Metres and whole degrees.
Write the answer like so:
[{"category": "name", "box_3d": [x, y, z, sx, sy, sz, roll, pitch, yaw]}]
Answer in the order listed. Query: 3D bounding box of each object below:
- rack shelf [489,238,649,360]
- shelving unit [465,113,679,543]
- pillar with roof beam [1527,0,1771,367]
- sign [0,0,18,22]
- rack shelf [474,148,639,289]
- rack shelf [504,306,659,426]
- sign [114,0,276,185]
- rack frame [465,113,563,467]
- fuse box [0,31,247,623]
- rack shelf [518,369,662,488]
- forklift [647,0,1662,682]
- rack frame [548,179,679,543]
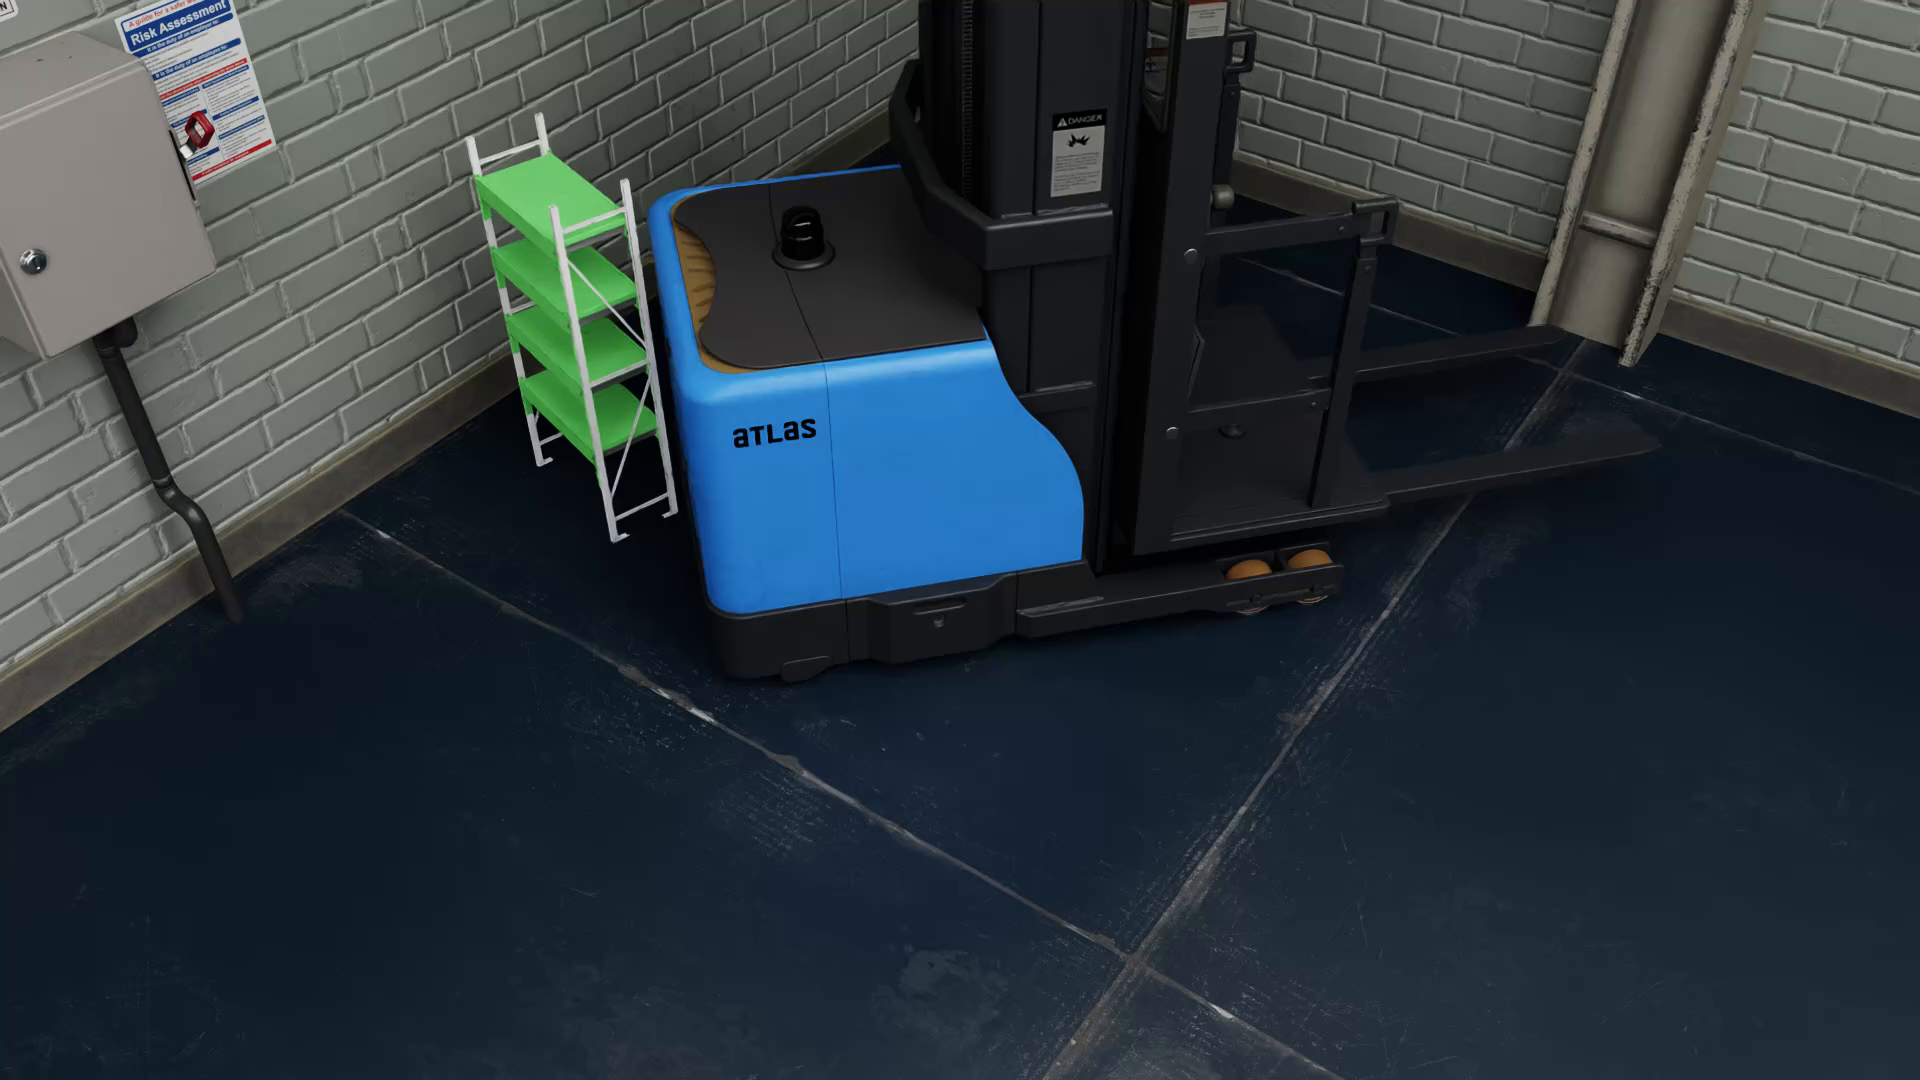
[{"category": "rack shelf", "box_3d": [-1.157, -0.748, 4.922, 0.258, 0.148, 0.480, -28, 49, -28]}, {"category": "shelving unit", "box_3d": [-1.157, -0.617, 5.039, 0.258, 1.200, 0.503, -28, 49, -28]}, {"category": "pillar with roof beam", "box_3d": [-0.145, -1.777, 0.488, 0.400, 9.000, 9.100, 25, 48, 25]}, {"category": "sign", "box_3d": [-2.336, -1.250, 3.778, 0.001, 0.242, 0.339, 25, 48, 25]}, {"category": "rack shelf", "box_3d": [-1.157, -0.927, 4.762, 0.258, 0.148, 0.480, -28, 49, -28]}, {"category": "rack shelf", "box_3d": [-1.157, -0.569, 5.082, 0.258, 0.148, 0.480, -28, 49, -28]}, {"category": "sign", "box_3d": [-2.020, -1.207, 4.420, 0.001, 0.494, 0.329, 25, 48, 25]}, {"category": "rack frame", "box_3d": [-1.310, -0.743, 5.181, 0.240, 1.200, 0.015, -28, 49, -28]}, {"category": "fuse box", "box_3d": [-2.134, -0.413, 4.428, 0.414, 1.711, 0.539, 25, 48, 25]}, {"category": "rack shelf", "box_3d": [-1.157, -0.390, 5.242, 0.258, 0.148, 0.480, -28, 49, -28]}, {"category": "forklift", "box_3d": [0.668, -1.205, 4.399, 3.031, 2.935, 1.130, -9, 43, -10]}, {"category": "rack frame", "box_3d": [-1.003, -0.490, 4.898, 0.240, 1.200, 0.015, -28, 49, -28]}]
